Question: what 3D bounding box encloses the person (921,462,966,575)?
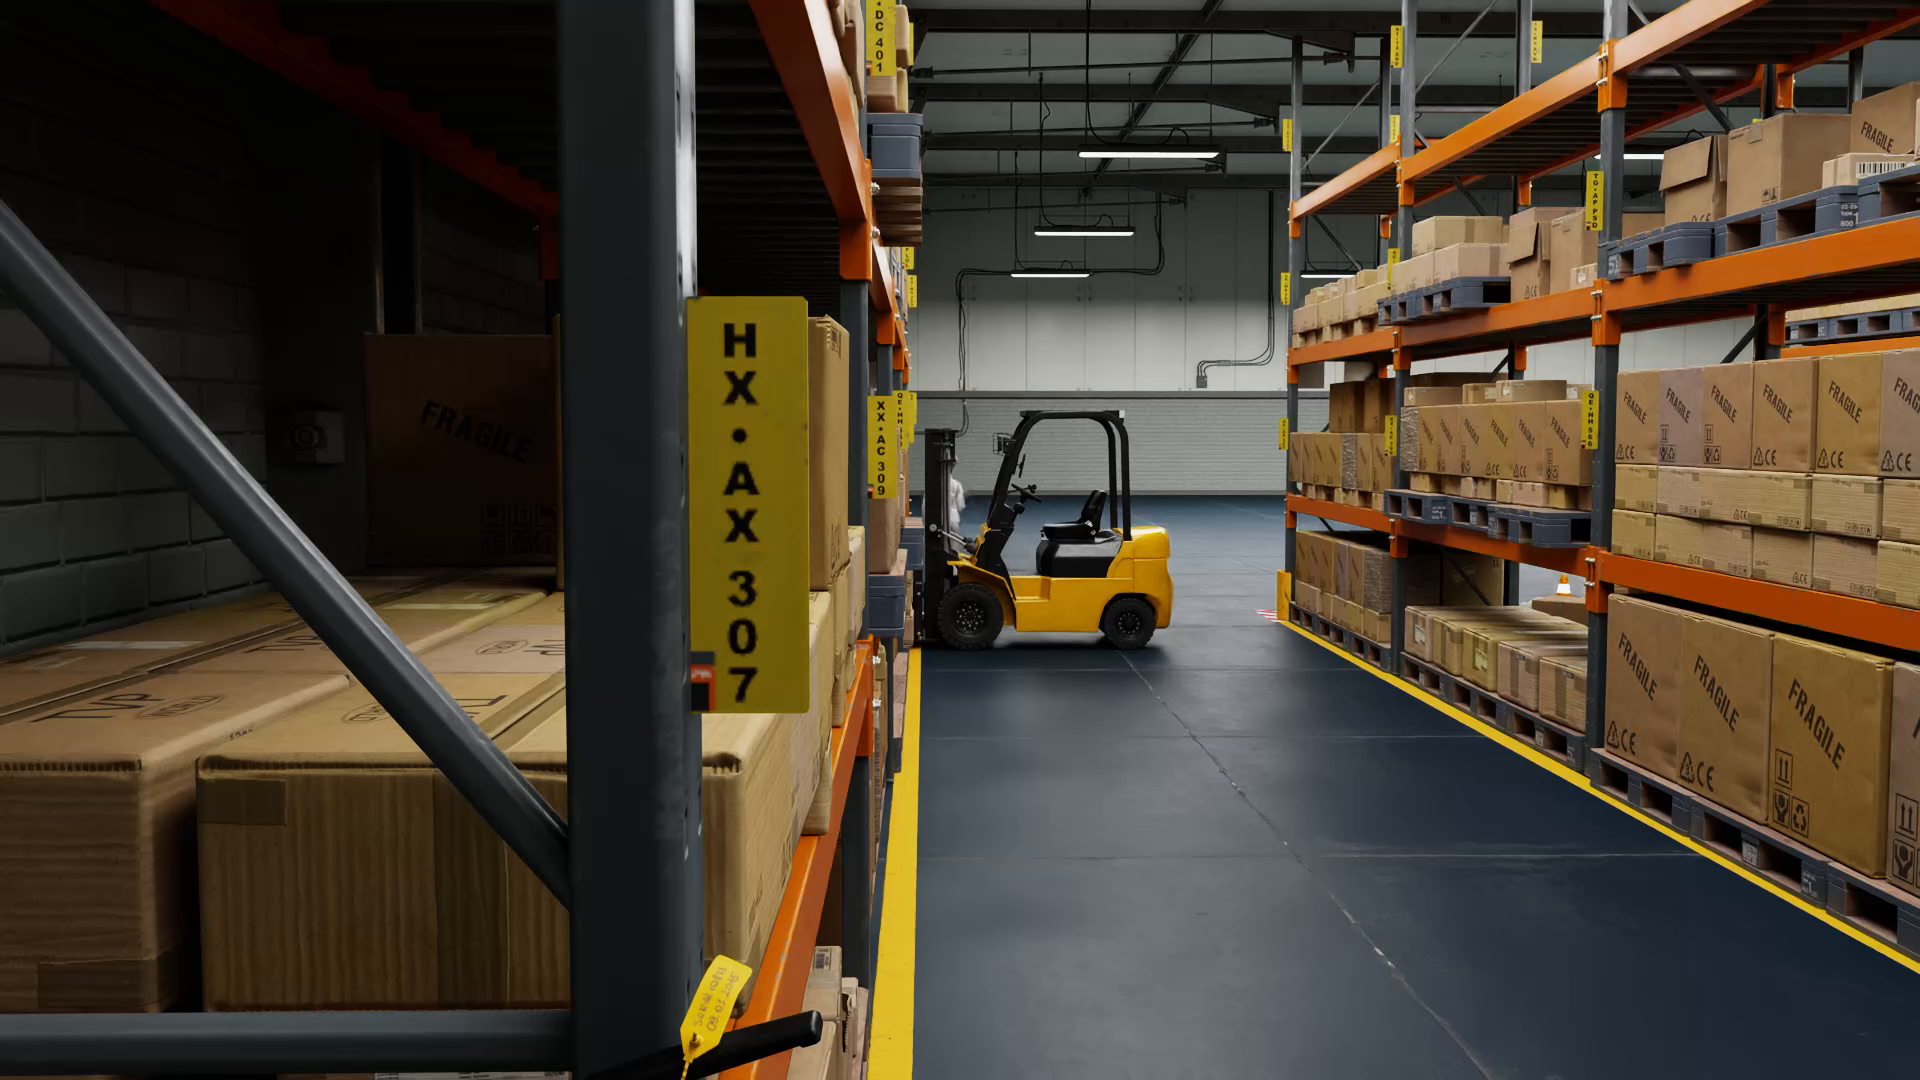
[{"bbox_3d":[-0.198,-0.175,19.567,0.540,1.657,0.905,0,4,-4],"label":"person"}]
